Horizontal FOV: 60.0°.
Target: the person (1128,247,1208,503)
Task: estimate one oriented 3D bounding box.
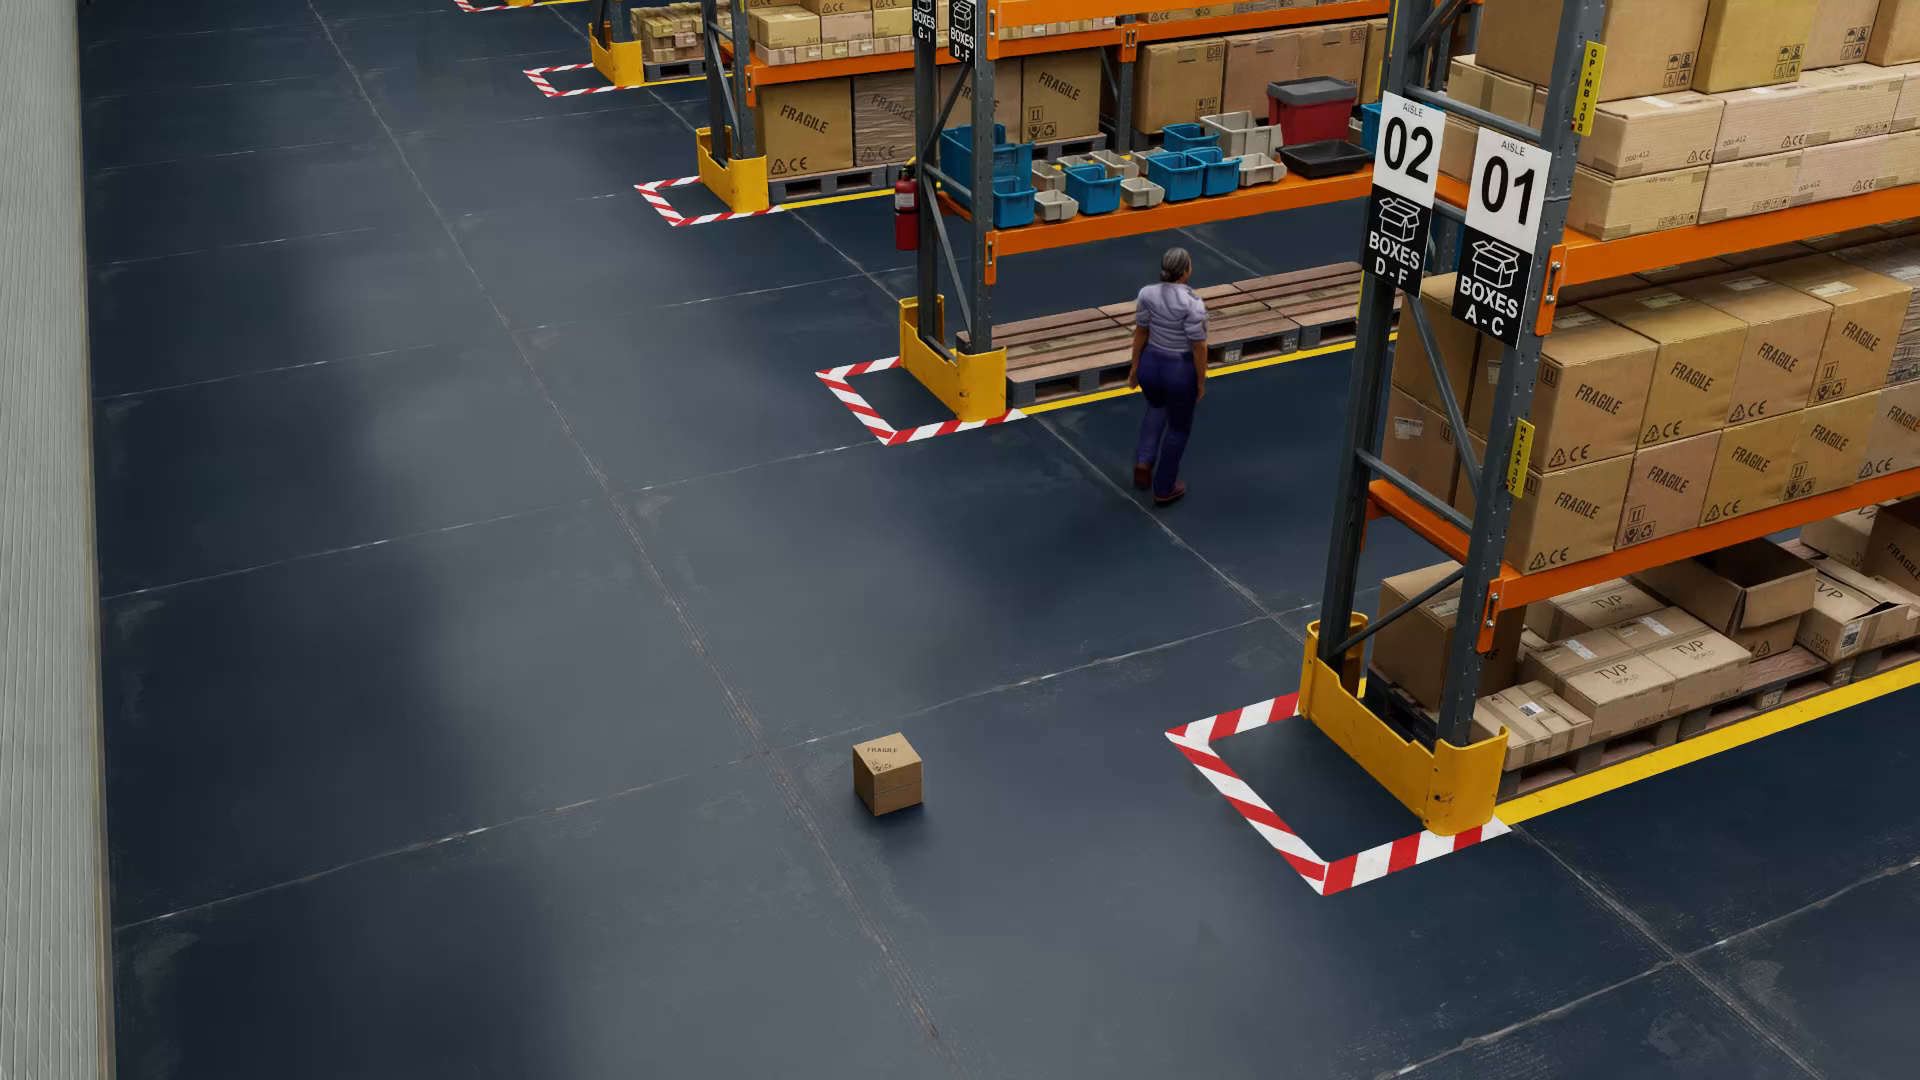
[{"bbox_3d":[1.316,-1.020,10.239,0.510,1.650,0.433,21,36,32],"label":"person"}]
